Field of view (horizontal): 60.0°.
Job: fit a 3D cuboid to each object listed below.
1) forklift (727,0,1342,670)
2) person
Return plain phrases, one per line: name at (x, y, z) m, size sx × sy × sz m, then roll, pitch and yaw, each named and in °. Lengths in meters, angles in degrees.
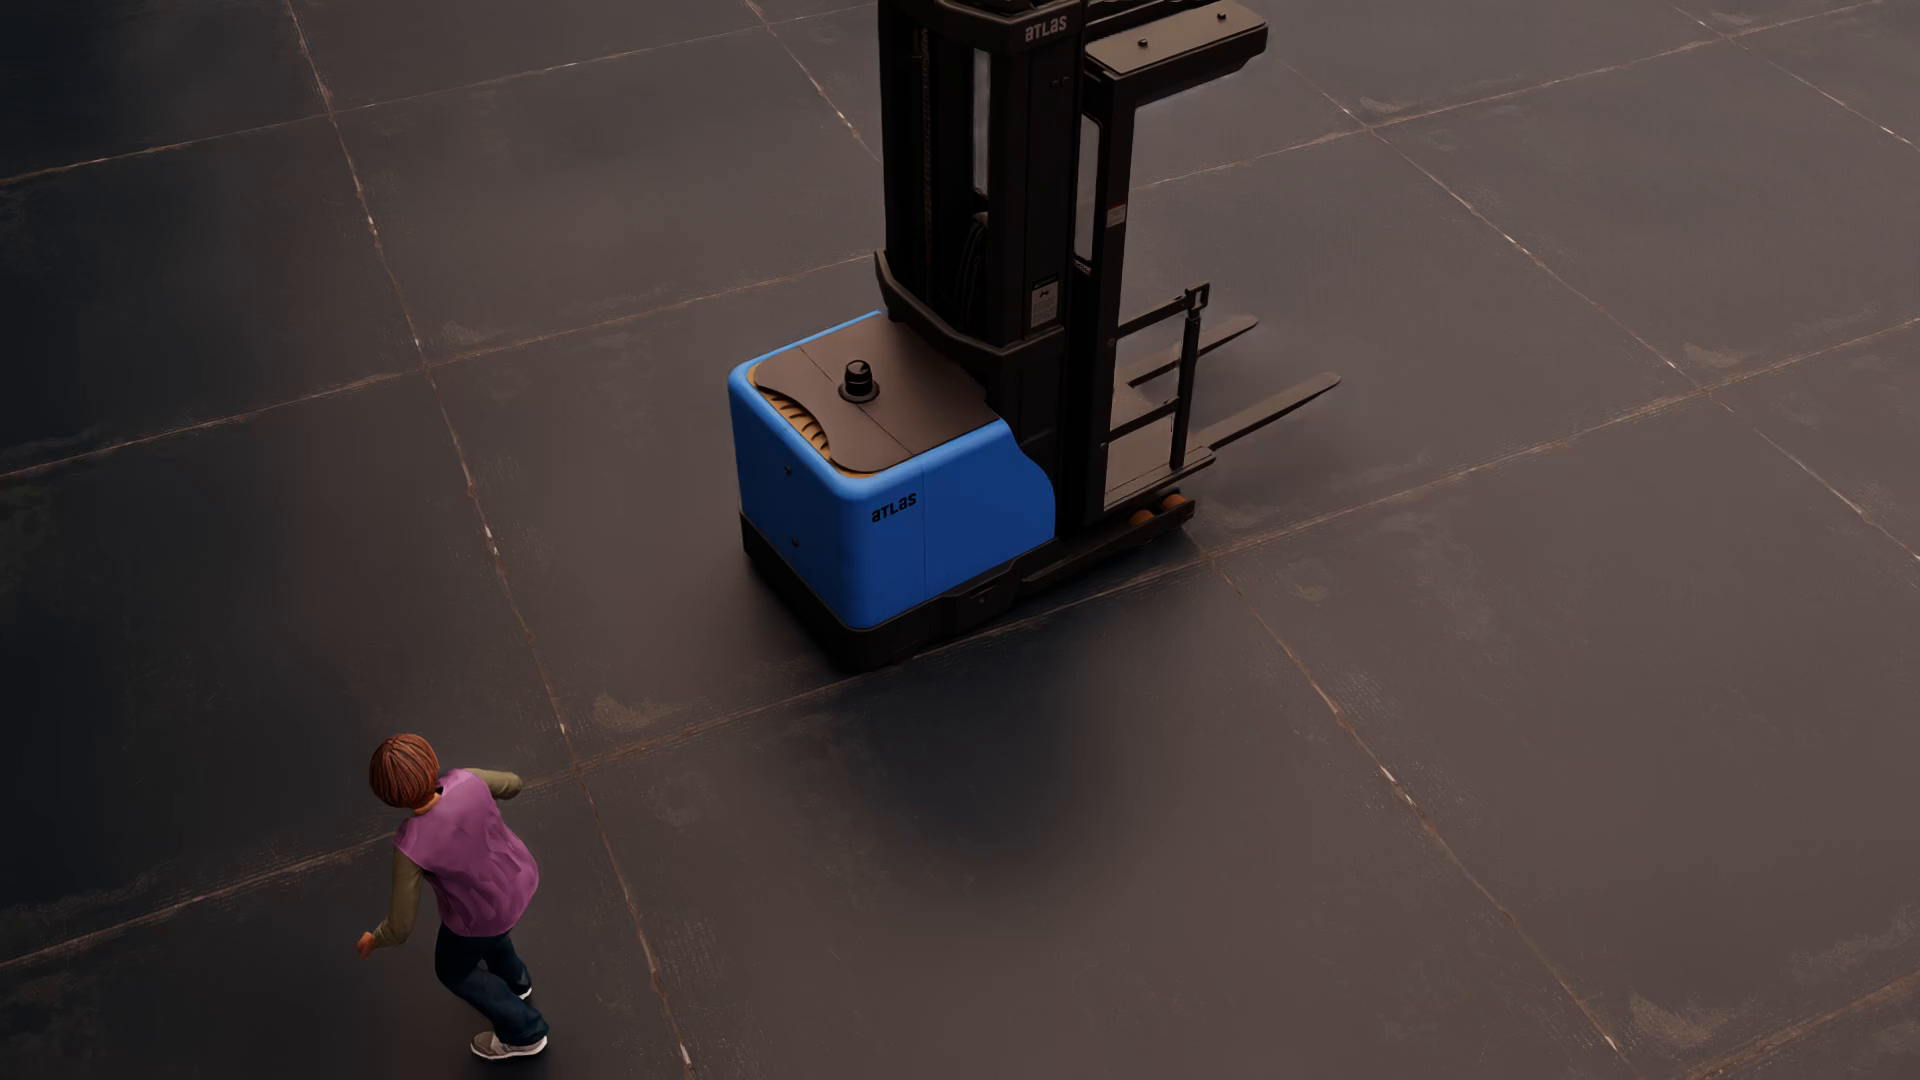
forklift at (0.496, -1.318, 7.093) m, size 3.031 × 2.935 × 1.130 m, roll -26°, pitch 49°, yaw -25°
person at (-1.638, 1.180, 5.451) m, size 0.456 × 1.550 × 0.649 m, roll 13°, pitch 45°, yaw 14°
